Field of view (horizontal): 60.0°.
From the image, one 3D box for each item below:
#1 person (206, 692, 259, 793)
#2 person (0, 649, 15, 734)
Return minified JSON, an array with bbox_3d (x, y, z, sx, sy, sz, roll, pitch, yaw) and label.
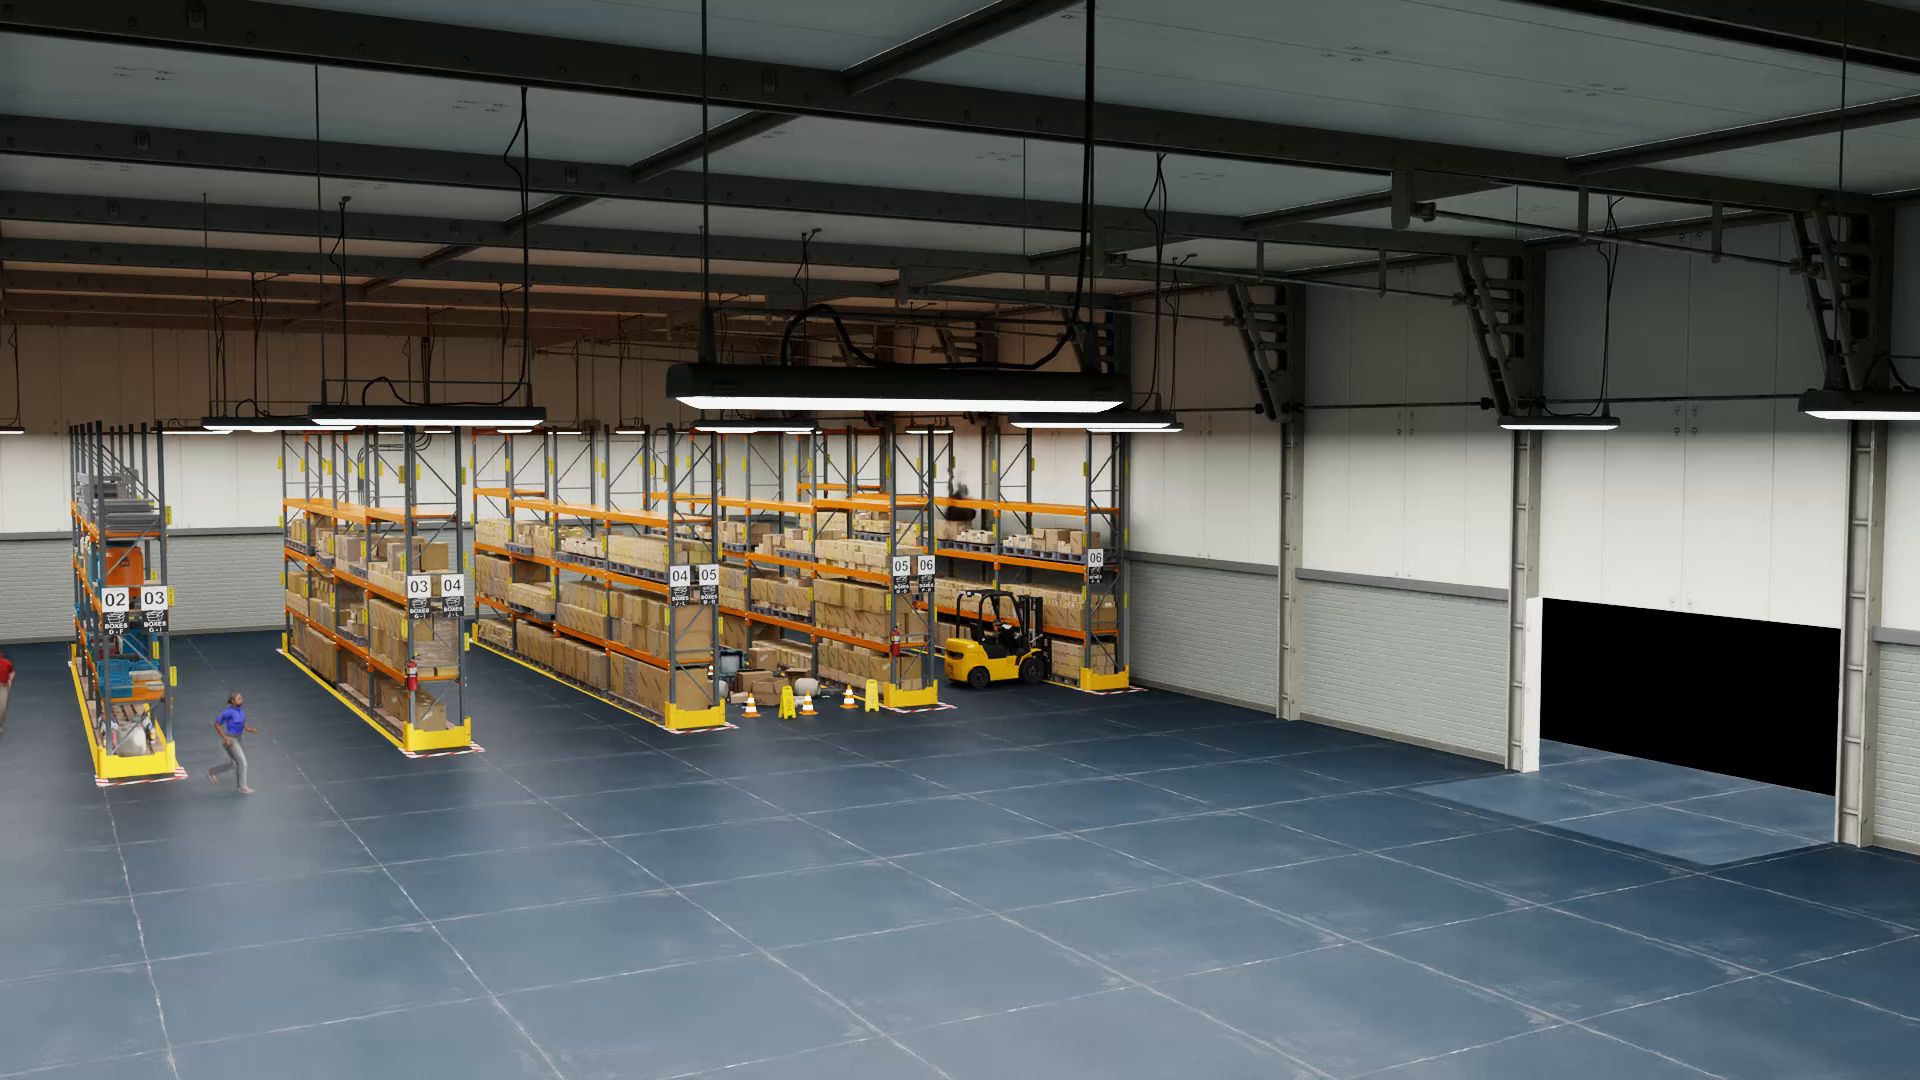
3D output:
[{"bbox_3d":[-11.788,3.301,26.799,0.846,1.558,0.557,0,4,4],"label":"person"},{"bbox_3d":[-18.589,2.896,32.093,0.644,1.679,0.595,-3,4,-38],"label":"person"}]
